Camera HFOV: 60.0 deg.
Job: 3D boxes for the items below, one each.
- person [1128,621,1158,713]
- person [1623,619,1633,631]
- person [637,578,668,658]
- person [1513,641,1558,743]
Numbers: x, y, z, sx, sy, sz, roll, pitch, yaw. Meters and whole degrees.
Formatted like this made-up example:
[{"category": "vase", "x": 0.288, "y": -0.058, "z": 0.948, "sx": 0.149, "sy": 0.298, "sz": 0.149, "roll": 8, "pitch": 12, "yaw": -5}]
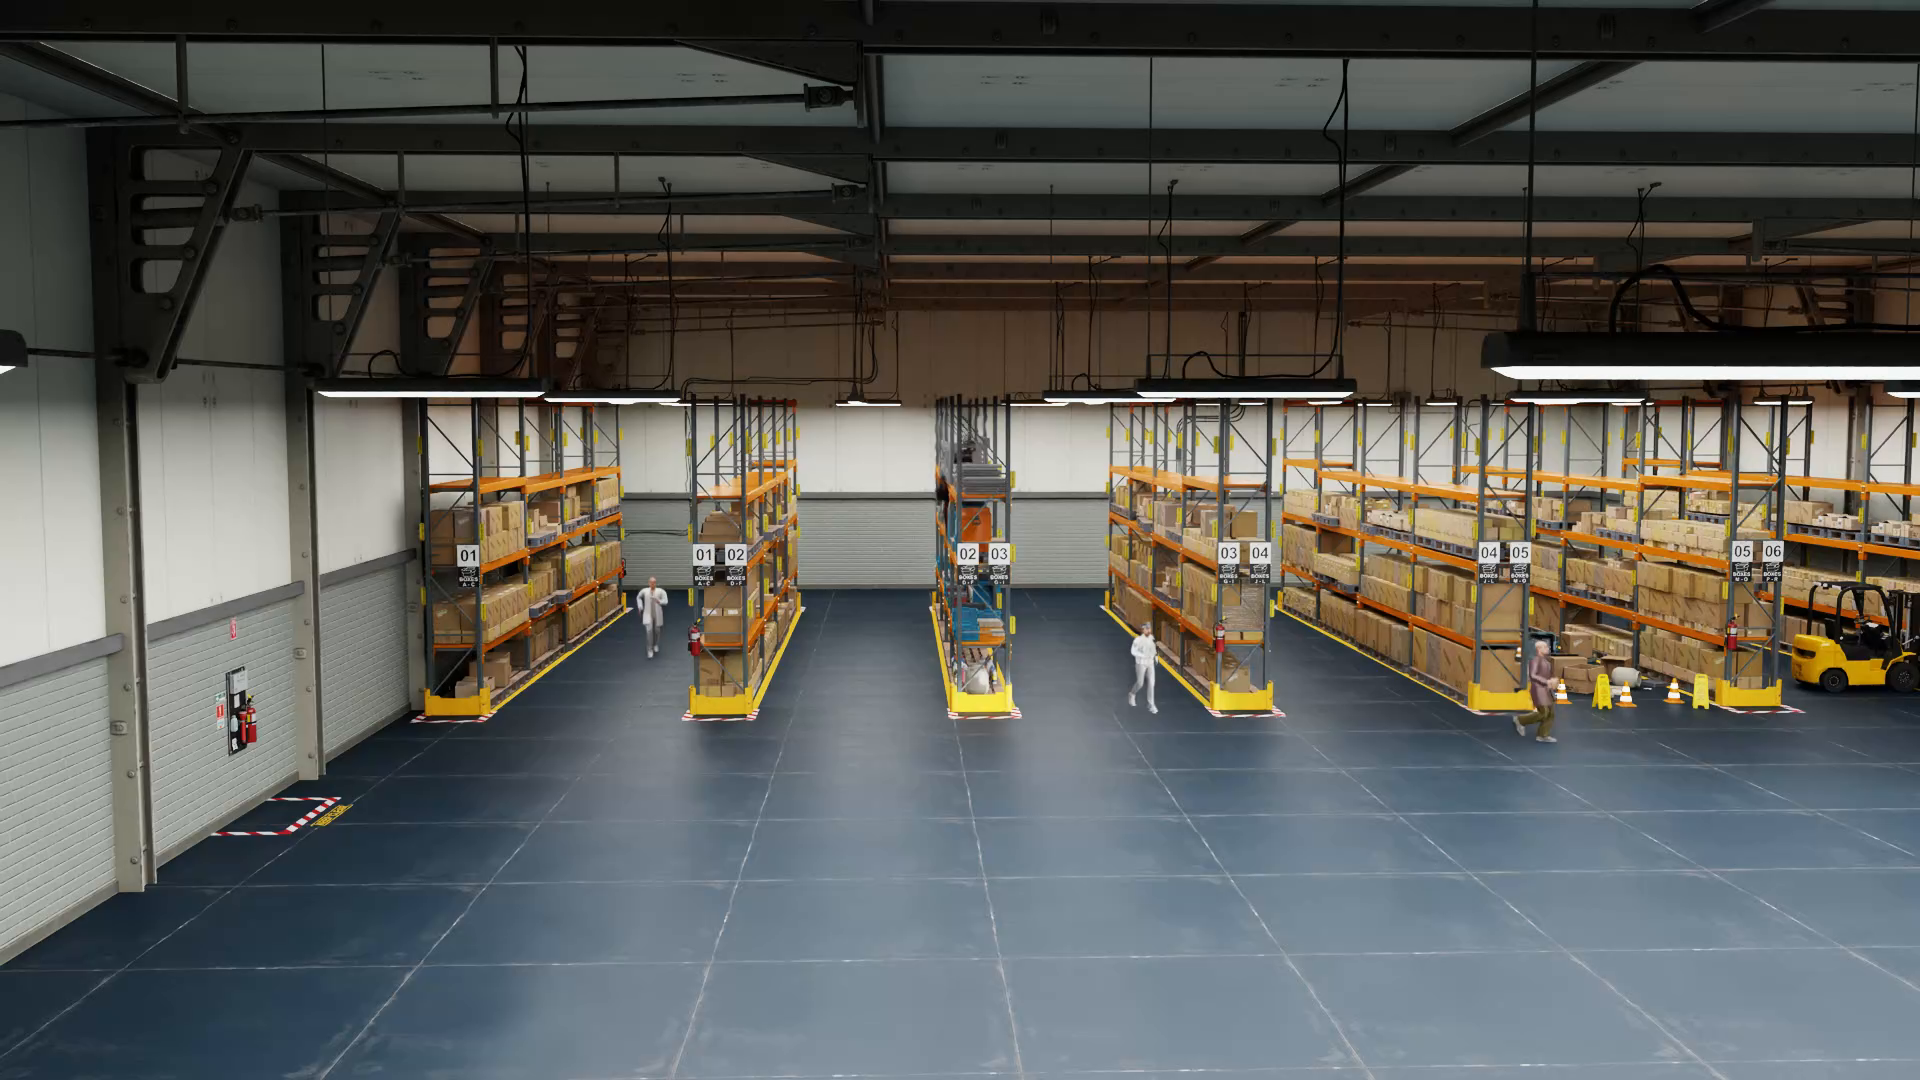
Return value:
[{"category": "person", "x": 3.509, "y": 2.387, "z": 31.649, "sx": 0.635, "sy": 1.716, "sz": 0.823, "roll": -2, "pitch": 5, "yaw": -26}, {"category": "person", "x": 17.349, "y": 1.484, "z": 42.928, "sx": 0.686, "sy": 1.722, "sz": 0.589, "roll": -1, "pitch": 5, "yaw": -8}, {"category": "person", "x": -7.132, "y": 1.820, "z": 38.638, "sx": 0.689, "sy": 1.722, "sz": 0.983, "roll": -1, "pitch": 5, "yaw": -14}, {"category": "person", "x": 9.944, "y": 2.600, "z": 28.617, "sx": 0.750, "sy": 1.736, "sz": 0.709, "roll": 3, "pitch": 5, "yaw": 34}]
